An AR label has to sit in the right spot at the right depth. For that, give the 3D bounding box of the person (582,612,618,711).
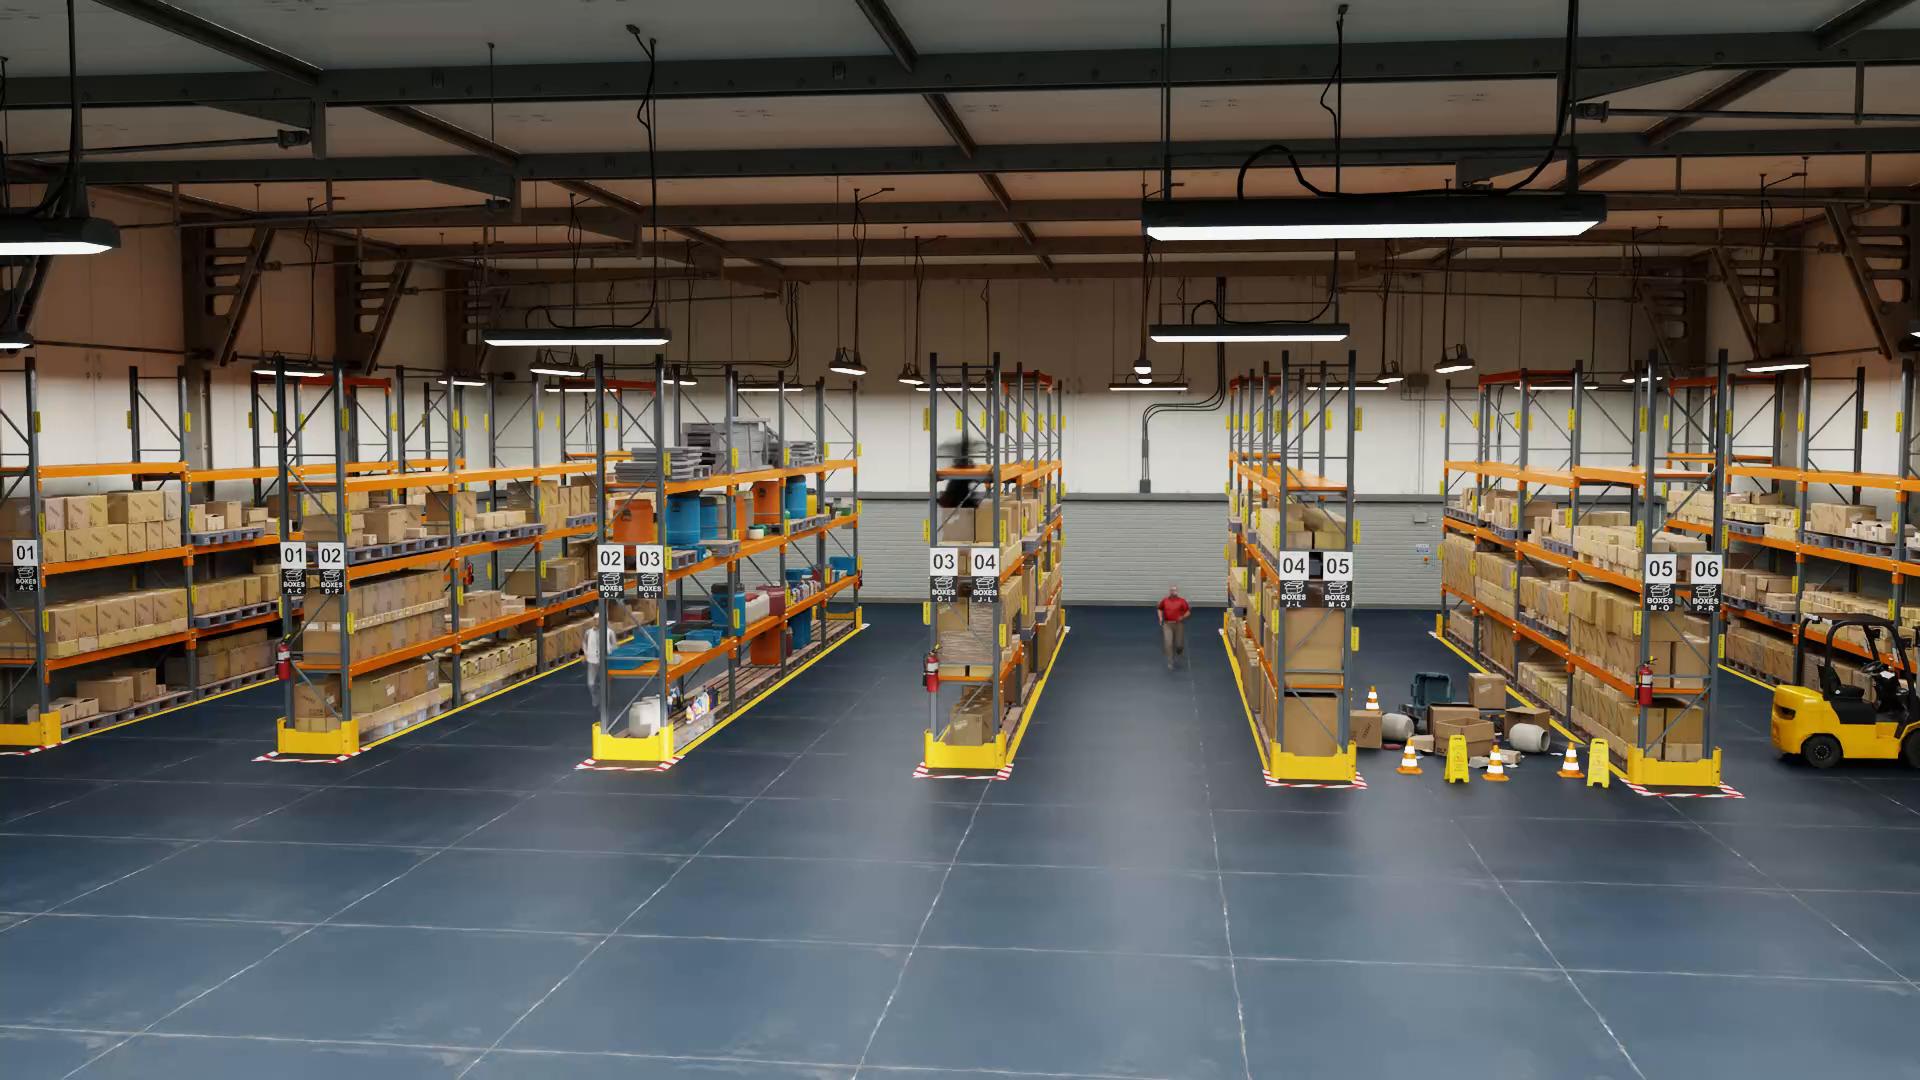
[{"bbox_3d":[-6.229,2.102,28.667,0.644,1.730,0.587,0,4,-2],"label":"person"}]

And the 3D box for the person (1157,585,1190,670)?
[{"bbox_3d":[4.335,1.765,33.814,0.675,1.687,0.821,1,4,11],"label":"person"}]
